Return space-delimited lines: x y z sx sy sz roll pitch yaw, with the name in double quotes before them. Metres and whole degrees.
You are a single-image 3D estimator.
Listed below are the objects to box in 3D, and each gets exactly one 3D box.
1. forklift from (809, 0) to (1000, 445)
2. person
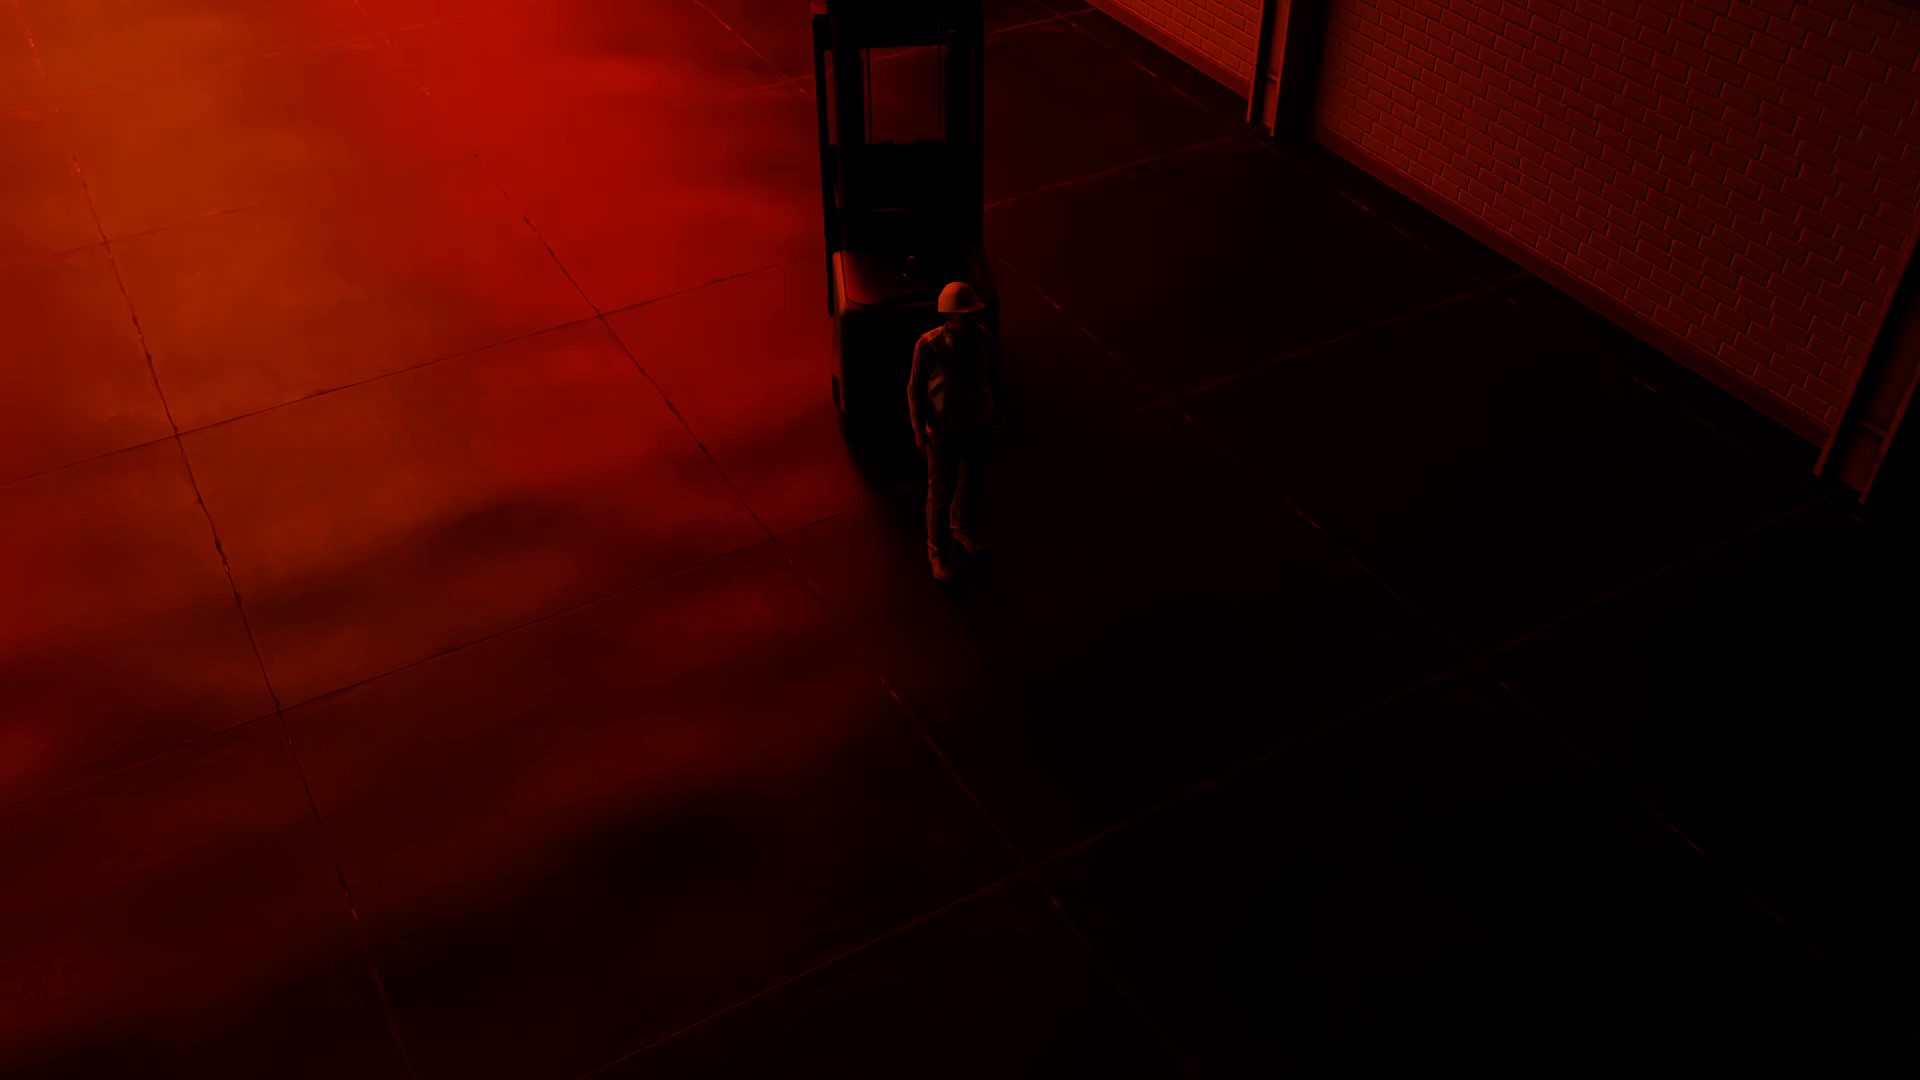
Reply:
"forklift" -0.418 -2.692 11.281 1.130 2.935 3.031 -4 40 -5
"person" 0.025 -0.651 9.716 0.633 1.775 0.566 -20 44 -23
